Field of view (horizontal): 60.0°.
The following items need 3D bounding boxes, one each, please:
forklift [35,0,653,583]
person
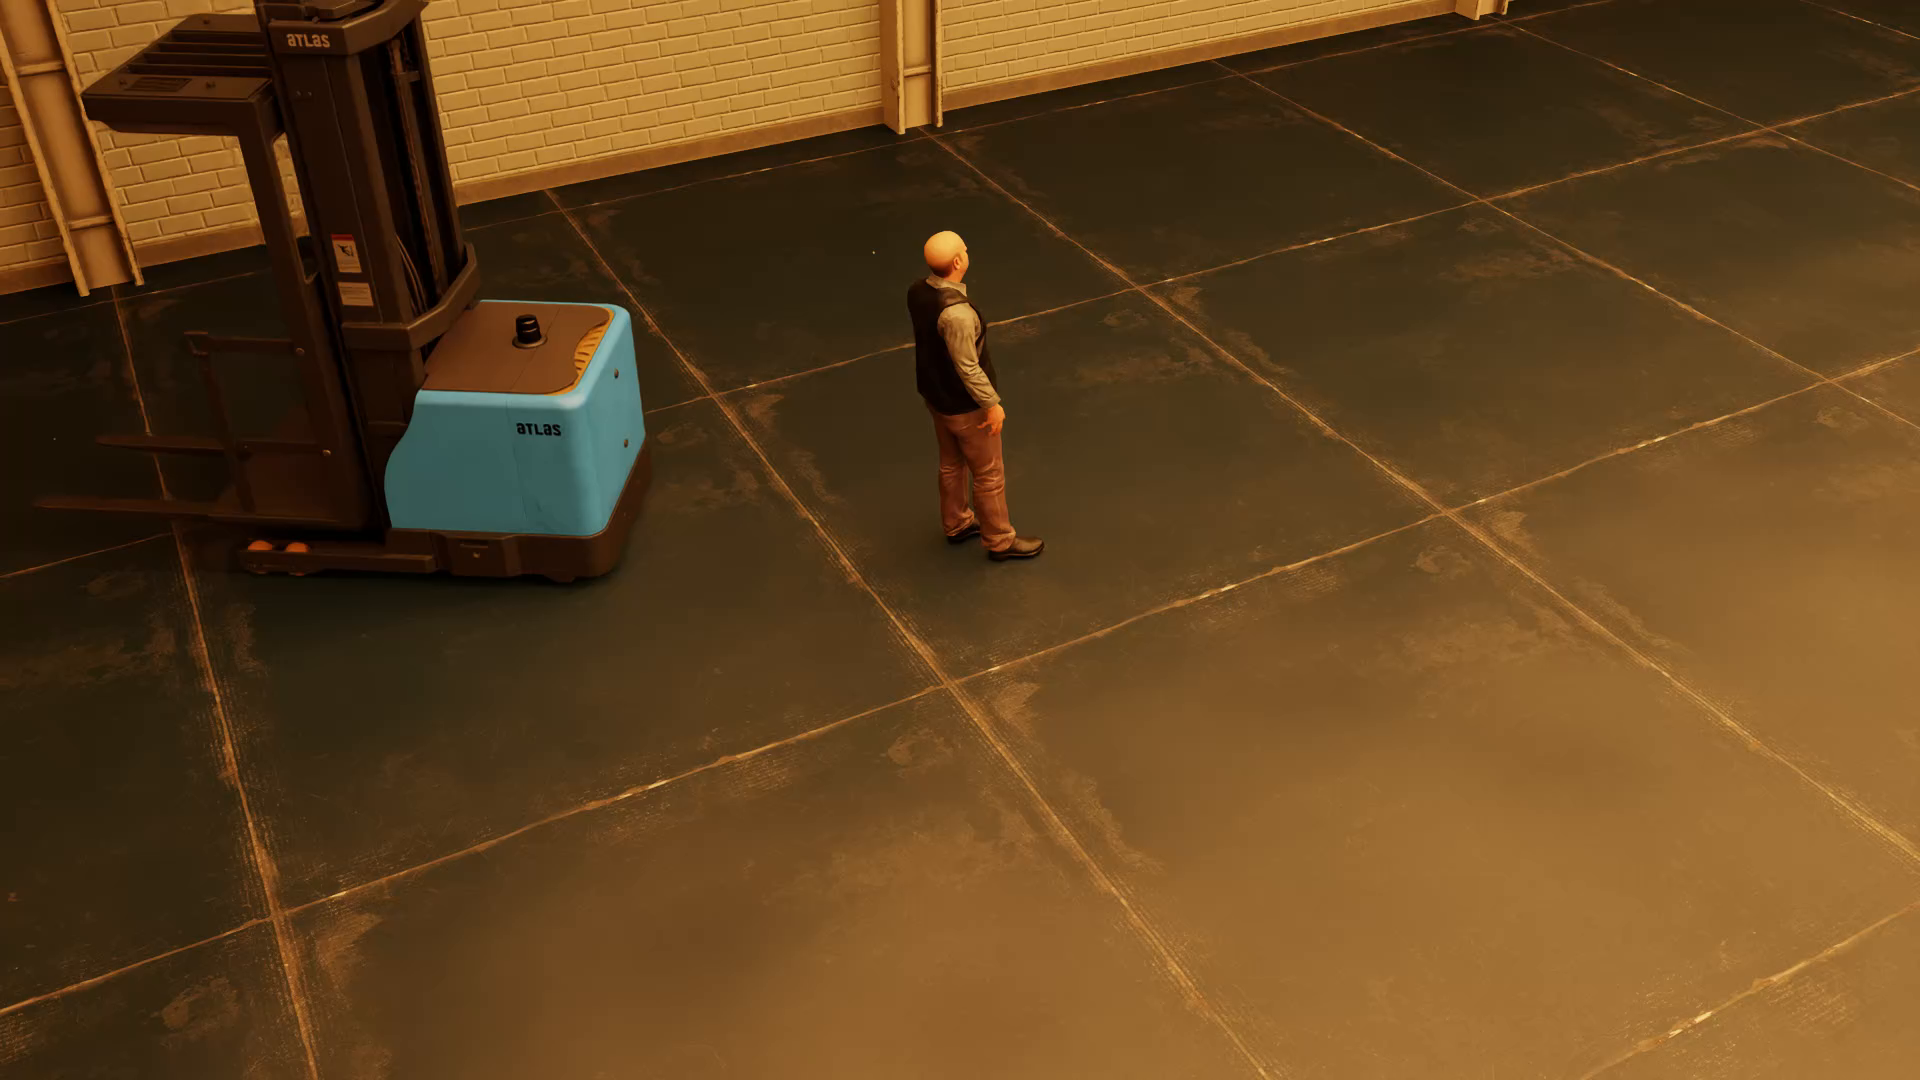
[{"bbox_3d":[-3.215,-1.318,7.987,3.031,2.935,1.130,3,35,4],"label":"forklift"},{"bbox_3d":[0.058,-0.721,8.179,0.568,1.720,0.632,-17,39,-23],"label":"person"}]
